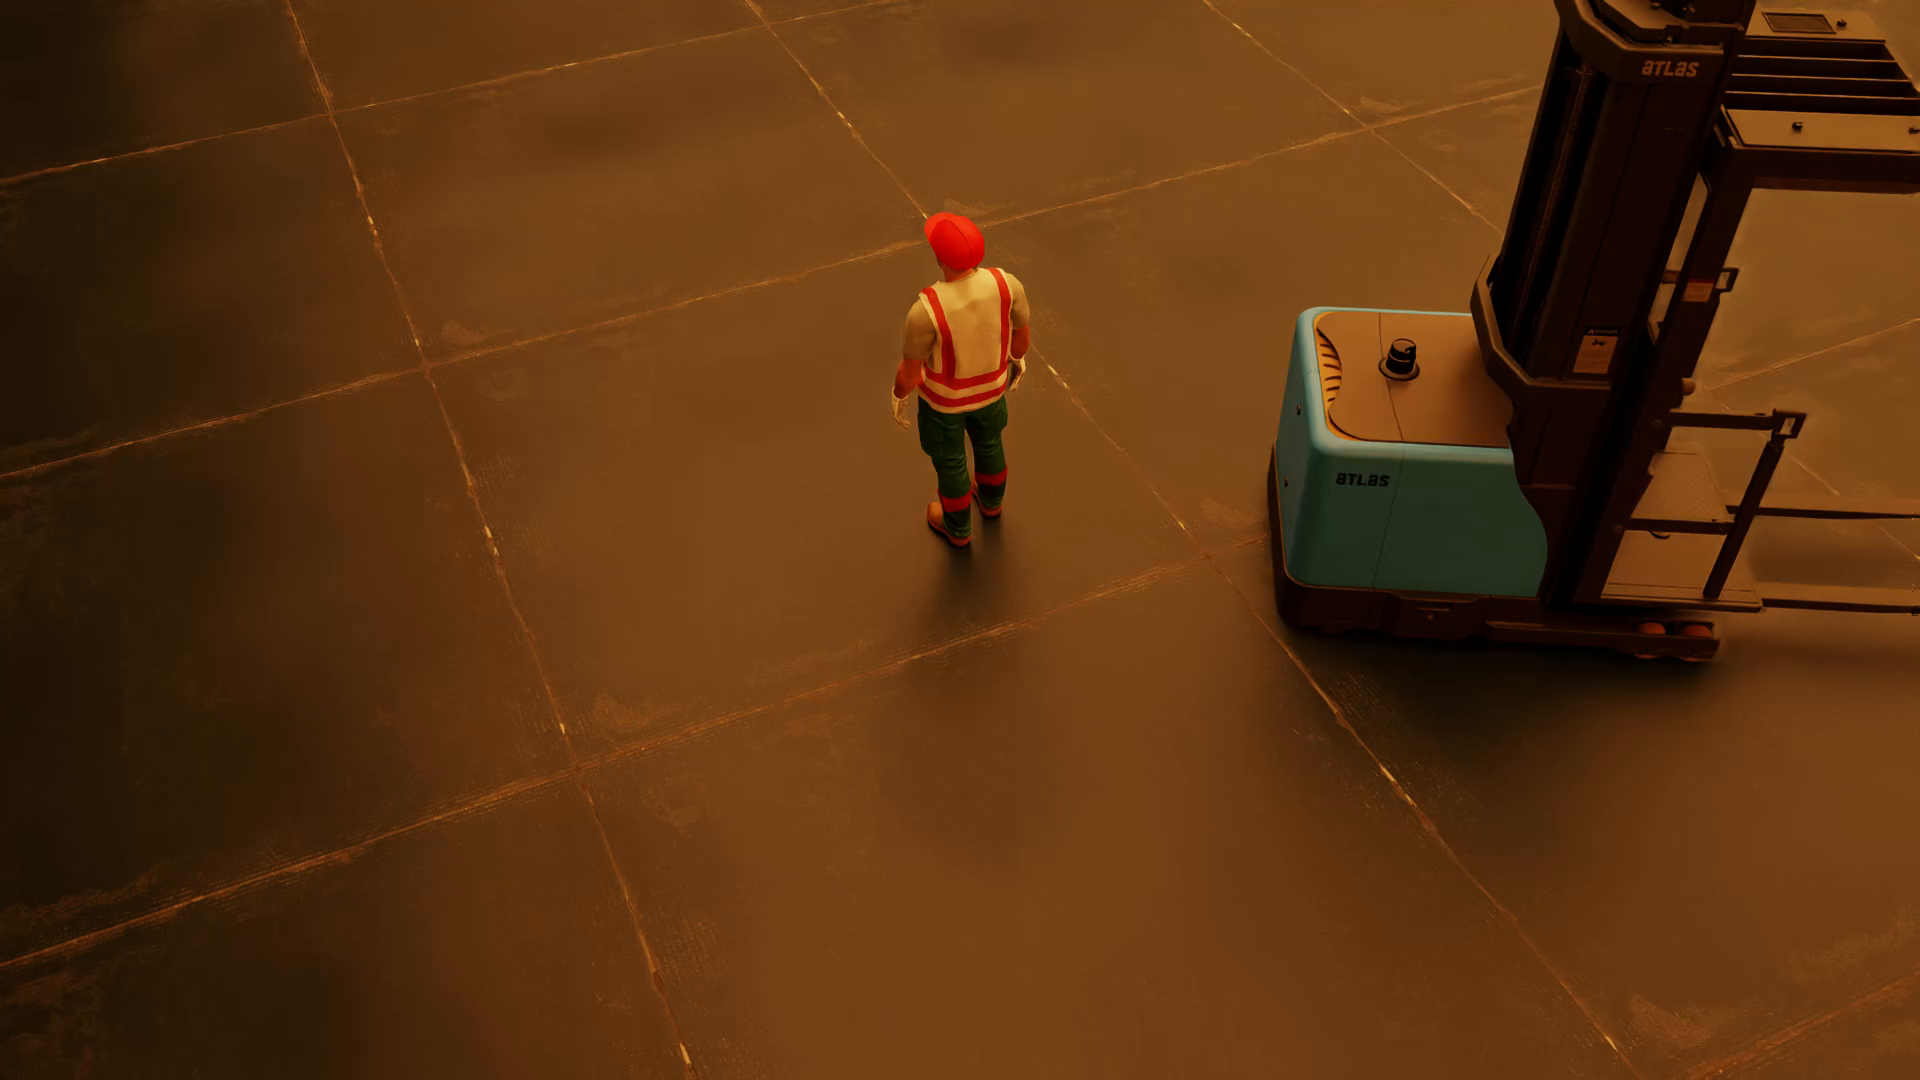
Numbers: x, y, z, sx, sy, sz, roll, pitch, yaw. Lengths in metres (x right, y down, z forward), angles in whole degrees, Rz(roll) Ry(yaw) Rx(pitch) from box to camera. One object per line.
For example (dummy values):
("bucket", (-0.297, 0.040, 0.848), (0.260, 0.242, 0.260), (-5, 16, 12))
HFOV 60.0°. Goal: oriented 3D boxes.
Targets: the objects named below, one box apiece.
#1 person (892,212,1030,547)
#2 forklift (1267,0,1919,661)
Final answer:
("person", (-0.024, -0.712, 7.270), (0.638, 1.789, 0.562), (-18, 46, -18))
("forklift", (2.955, -0.922, 6.668), (3.031, 2.935, 1.130), (3, 43, 3))
